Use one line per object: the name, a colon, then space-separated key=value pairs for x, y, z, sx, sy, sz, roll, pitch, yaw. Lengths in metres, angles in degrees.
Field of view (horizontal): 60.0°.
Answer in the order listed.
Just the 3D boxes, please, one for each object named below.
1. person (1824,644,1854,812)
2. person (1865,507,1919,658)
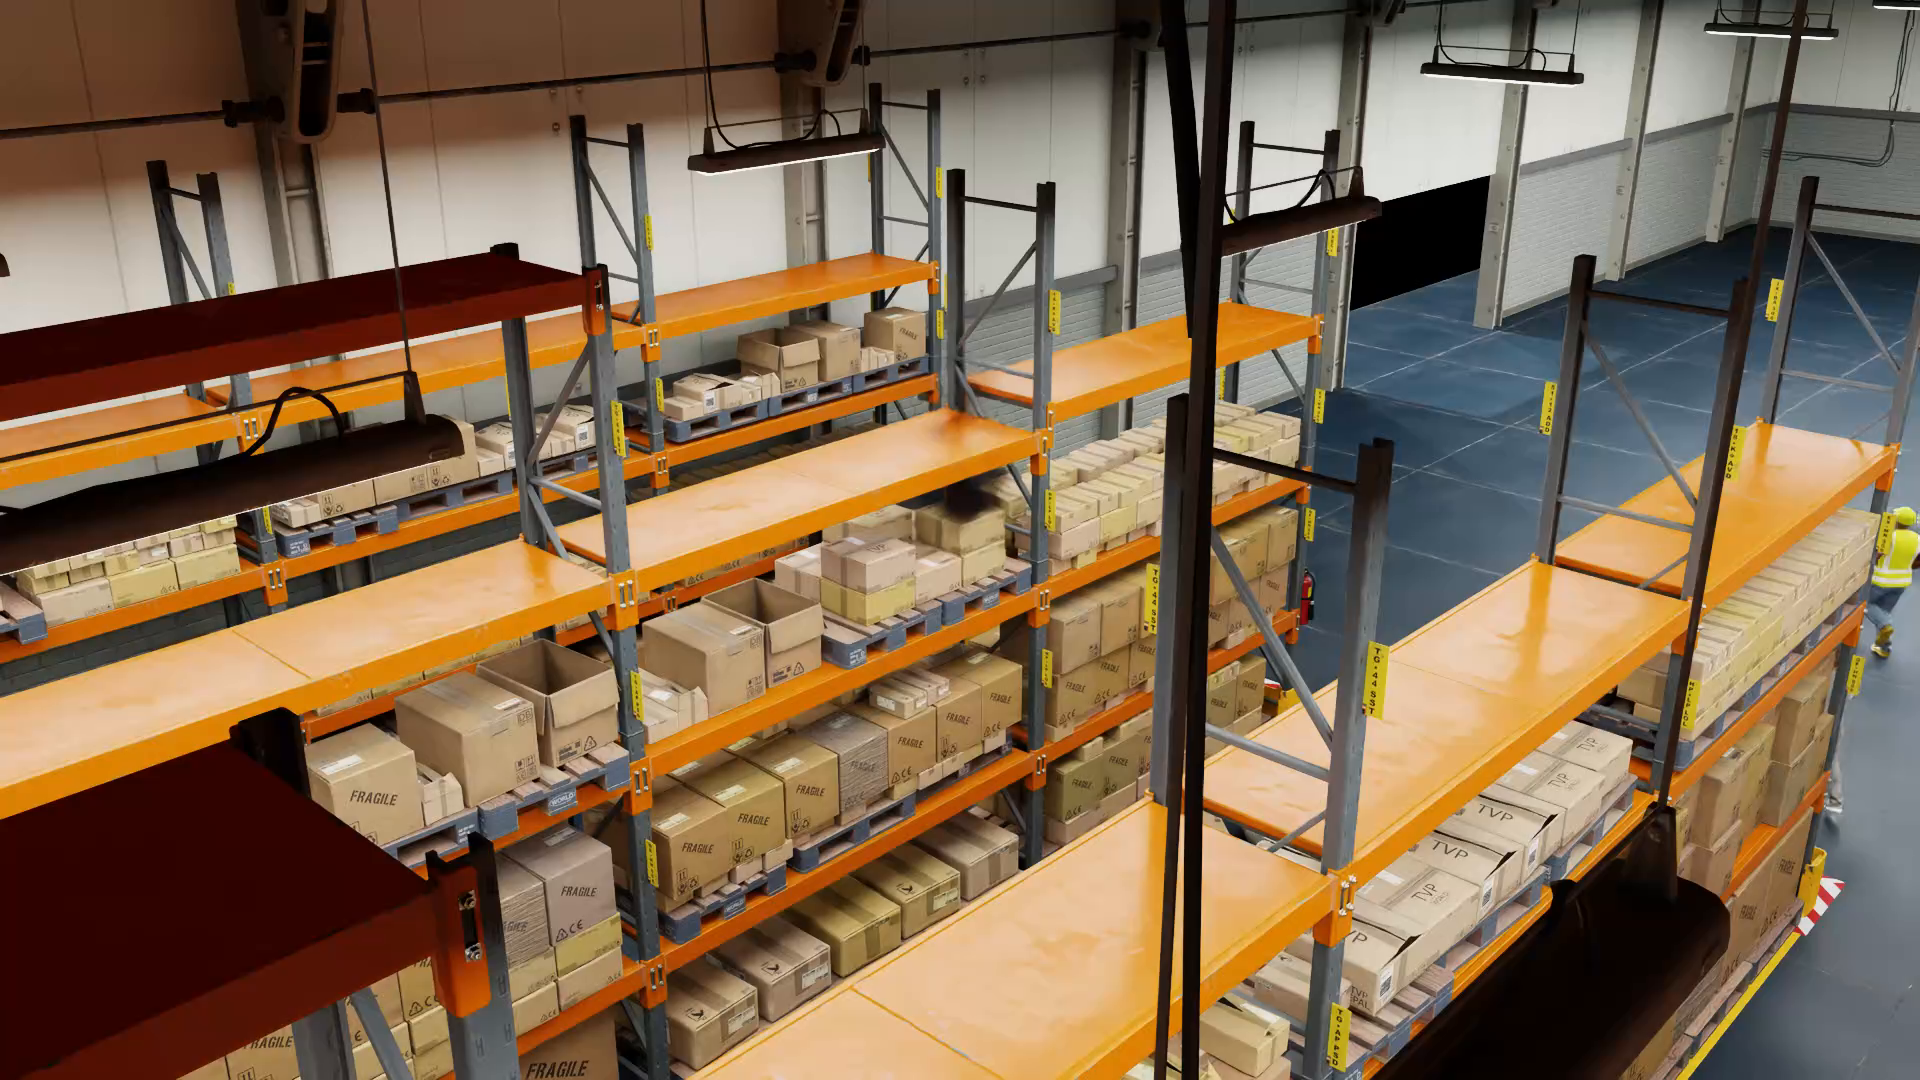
person: x=7.969 y=1.717 z=15.382 sx=0.549 sy=1.596 sz=0.814 roll=1 pitch=21 yaw=3
person: x=10.323 y=0.445 z=18.508 sx=0.719 sy=1.722 sz=0.651 roll=-1 pitch=21 yaw=-2
